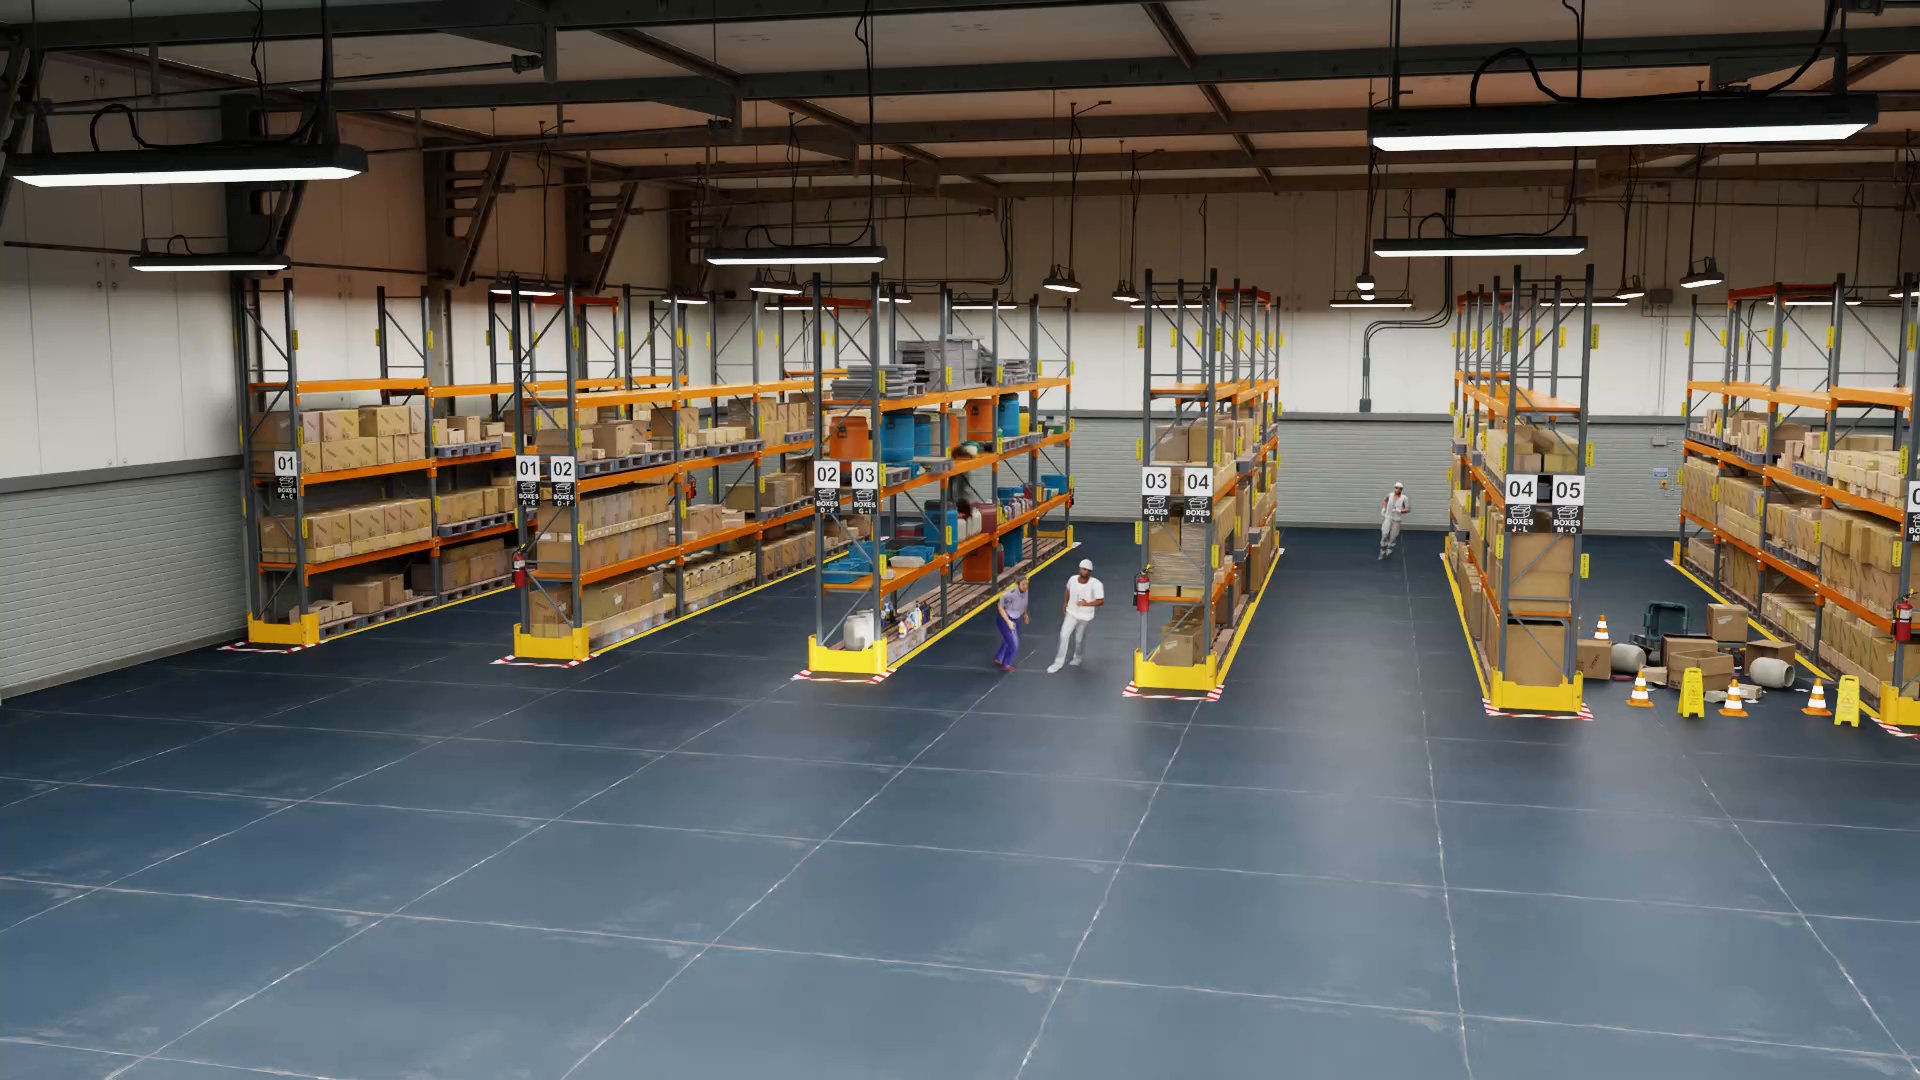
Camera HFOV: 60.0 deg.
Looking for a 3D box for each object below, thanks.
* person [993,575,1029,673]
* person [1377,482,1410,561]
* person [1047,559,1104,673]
[{"bbox_3d":[0.753,1.249,25.271,0.800,1.512,0.675,5,8,34],"label":"person"},{"bbox_3d":[9.956,-0.421,38.054,0.687,1.830,0.711,3,7,22],"label":"person"},{"bbox_3d":[1.799,1.121,25.097,0.812,1.700,0.775,2,7,19],"label":"person"}]
